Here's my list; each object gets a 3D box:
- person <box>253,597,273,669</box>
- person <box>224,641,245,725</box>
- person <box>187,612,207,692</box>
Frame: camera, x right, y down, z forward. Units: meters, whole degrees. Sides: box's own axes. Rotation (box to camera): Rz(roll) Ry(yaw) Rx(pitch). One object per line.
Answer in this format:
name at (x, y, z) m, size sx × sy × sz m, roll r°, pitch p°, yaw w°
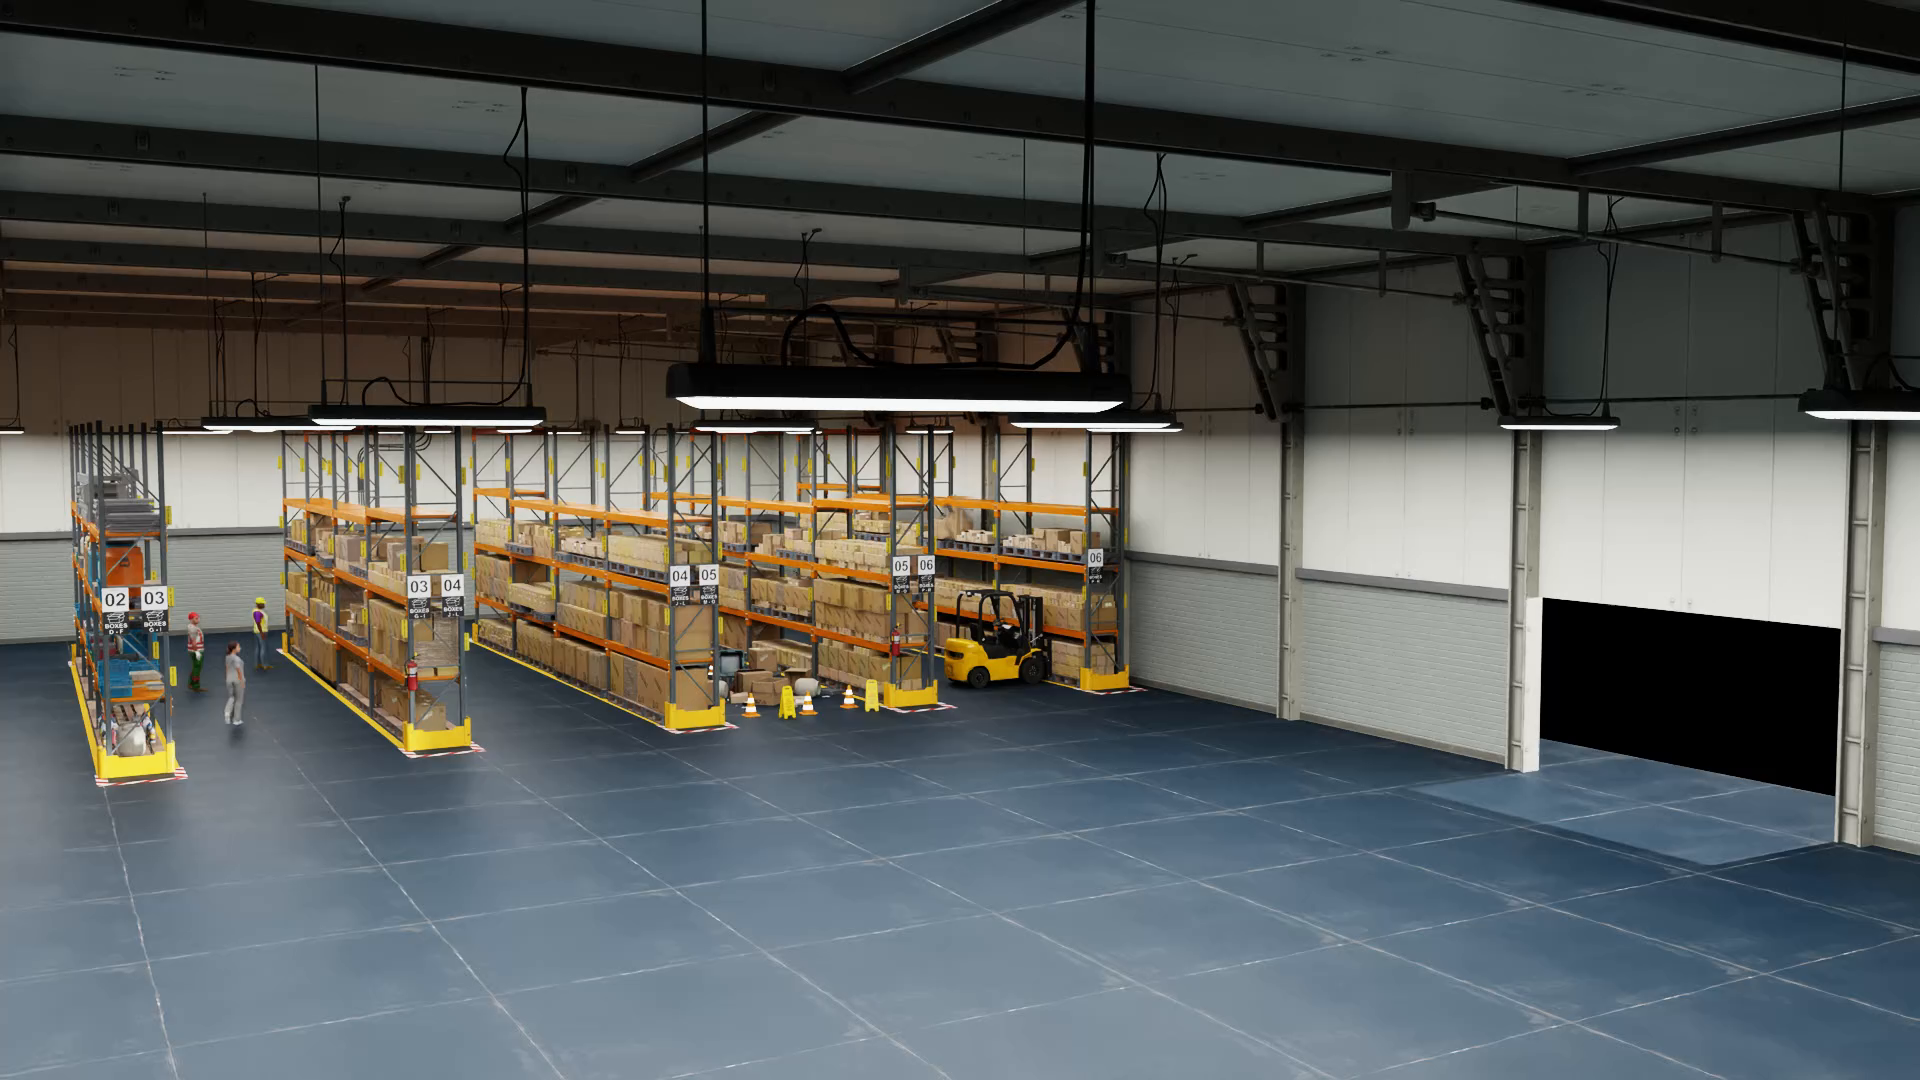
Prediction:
person at (-17.226, 2.294, 41.064) m, size 0.446 × 1.765 × 0.630 m, roll -2°, pitch 4°, yaw -34°
person at (-14.398, 2.836, 32.981) m, size 0.435 × 1.665 × 0.484 m, roll 0°, pitch 4°, yaw 7°
person at (-17.161, 2.510, 37.366) m, size 0.397 × 1.793 × 0.575 m, roll -3°, pitch 5°, yaw -41°
